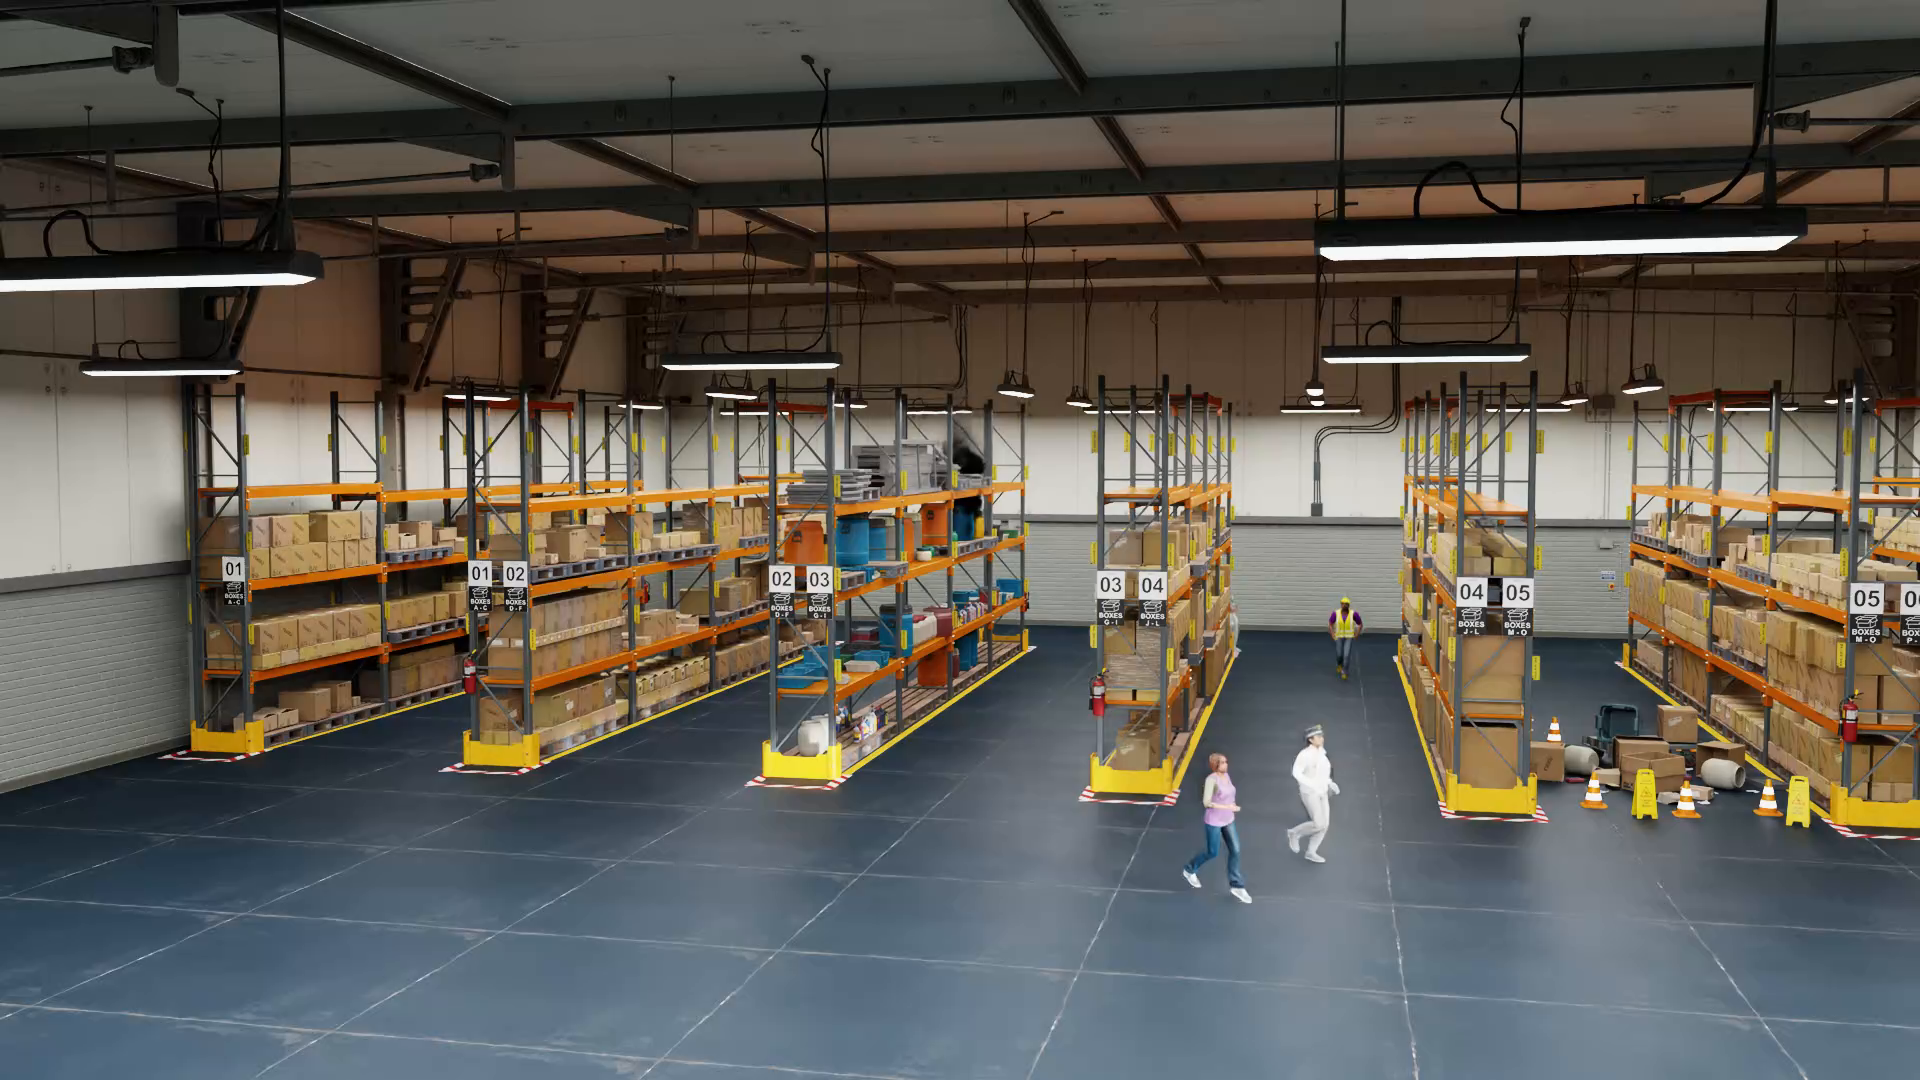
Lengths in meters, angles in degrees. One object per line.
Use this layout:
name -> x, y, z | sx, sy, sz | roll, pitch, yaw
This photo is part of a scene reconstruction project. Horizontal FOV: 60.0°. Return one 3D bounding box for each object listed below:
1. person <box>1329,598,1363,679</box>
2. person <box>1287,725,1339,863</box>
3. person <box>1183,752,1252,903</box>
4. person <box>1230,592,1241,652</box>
person -> 8.280, 2.098, 35.713 | 0.723, 1.740, 0.635 | 1, 3, 17
person -> 4.236, 3.030, 19.999 | 0.602, 1.652, 0.543 | -3, 5, -44
person -> 2.847, 3.145, 18.391 | 0.860, 1.614, 0.550 | 3, 5, 45
person -> 6.422, 1.886, 40.397 | 0.786, 1.665, 0.757 | 2, 4, 34
